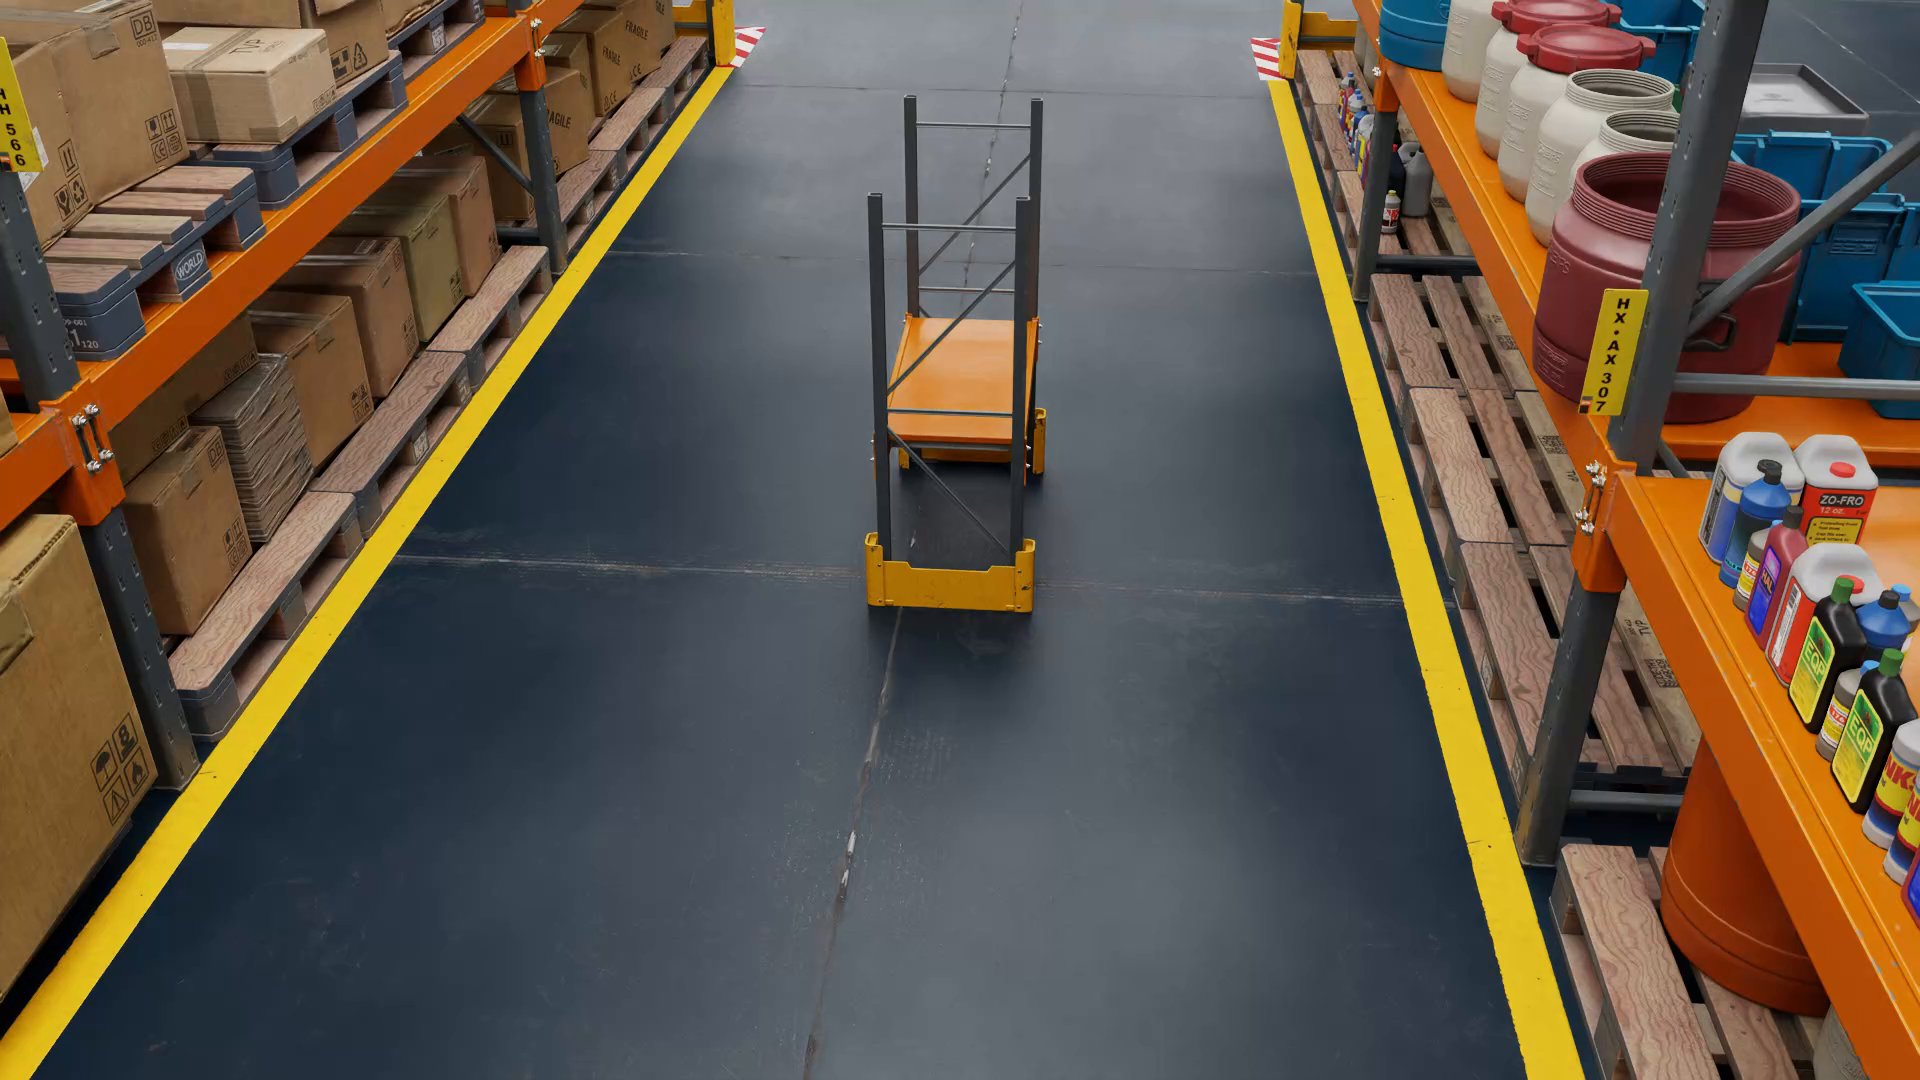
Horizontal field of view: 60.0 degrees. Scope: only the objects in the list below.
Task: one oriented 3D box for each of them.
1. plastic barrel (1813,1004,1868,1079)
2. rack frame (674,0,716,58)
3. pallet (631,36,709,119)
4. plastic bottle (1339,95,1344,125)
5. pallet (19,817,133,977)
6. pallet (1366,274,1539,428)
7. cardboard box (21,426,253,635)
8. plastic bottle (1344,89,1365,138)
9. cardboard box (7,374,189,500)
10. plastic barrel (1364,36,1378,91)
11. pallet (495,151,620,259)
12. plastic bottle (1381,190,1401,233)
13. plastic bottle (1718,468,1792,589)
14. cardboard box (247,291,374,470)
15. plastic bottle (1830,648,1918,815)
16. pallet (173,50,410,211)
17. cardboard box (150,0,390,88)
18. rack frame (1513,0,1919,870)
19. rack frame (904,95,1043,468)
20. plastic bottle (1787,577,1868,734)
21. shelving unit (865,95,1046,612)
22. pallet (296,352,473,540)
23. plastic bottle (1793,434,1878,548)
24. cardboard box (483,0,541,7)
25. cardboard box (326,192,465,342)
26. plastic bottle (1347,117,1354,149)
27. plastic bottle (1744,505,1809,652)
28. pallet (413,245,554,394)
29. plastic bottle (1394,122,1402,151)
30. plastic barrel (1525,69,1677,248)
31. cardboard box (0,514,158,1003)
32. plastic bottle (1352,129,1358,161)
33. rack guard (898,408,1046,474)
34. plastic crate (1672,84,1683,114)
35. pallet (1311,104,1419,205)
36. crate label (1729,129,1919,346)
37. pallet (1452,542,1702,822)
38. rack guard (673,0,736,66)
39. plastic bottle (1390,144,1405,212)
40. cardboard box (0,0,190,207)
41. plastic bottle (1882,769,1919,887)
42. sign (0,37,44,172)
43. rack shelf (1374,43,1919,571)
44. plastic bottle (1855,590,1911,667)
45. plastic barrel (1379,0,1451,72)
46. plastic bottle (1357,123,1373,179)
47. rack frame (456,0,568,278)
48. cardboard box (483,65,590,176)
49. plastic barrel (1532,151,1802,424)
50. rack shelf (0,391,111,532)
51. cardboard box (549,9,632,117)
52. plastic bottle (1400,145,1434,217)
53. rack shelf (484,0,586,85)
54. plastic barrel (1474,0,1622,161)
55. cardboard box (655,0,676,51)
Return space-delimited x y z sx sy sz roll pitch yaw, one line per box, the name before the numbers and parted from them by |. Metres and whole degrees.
plastic barrel | 2.122 1.082 3.607 0.421 0.512 0.421 0 32 0
rack frame | -2.184 -4.749 11.097 1.000 3.000 0.127 2 32 4
pallet | -2.291 -3.099 11.077 1.003 0.211 1.213 2 32 4
plastic bottle | 2.286 -2.545 9.768 0.097 0.201 0.097 0 32 0
pallet | -2.974 1.030 4.377 1.003 0.211 1.213 2 32 4
pallet | 2.402 -0.847 7.423 1.003 0.211 1.213 2 32 4
cardboard box | -2.800 -0.040 5.420 0.700 0.500 0.500 1 32 1
plastic bottle | 2.267 -2.449 9.547 0.097 0.271 0.097 0 32 0
cardboard box | -2.810 -0.360 5.223 0.500 0.250 0.500 4 32 6
plastic barrel | 2.735 -3.048 10.307 0.421 0.512 0.421 0 32 0
pallet | -2.490 -1.823 9.007 1.003 0.211 1.213 2 32 4
plastic bottle | 2.146 -1.645 8.308 0.097 0.201 0.097 0 32 0
plastic bottle | 1.708 -0.028 3.558 0.097 0.271 0.097 0 32 0
cardboard box | -2.729 -0.628 6.373 0.700 0.500 0.500 5 32 8
plastic bottle | 1.631 0.338 2.953 0.061 0.283 0.133 2 32 4
pallet | -2.715 -1.521 6.042 1.003 0.211 1.213 2 32 4
cardboard box | -2.558 -1.970 6.089 0.797 0.503 0.637 6 32 9
rack frame | 2.102 -0.354 3.966 1.000 3.000 0.127 2 32 4
rack frame | 0.048 -0.949 6.360 0.500 1.500 0.032 2 32 4
plastic bottle | 1.650 0.218 3.149 0.061 0.283 0.133 2 32 4
shelving unit | 0.006 -0.678 5.921 0.587 1.500 1.083 2 32 4
pallet | -2.668 -0.424 6.736 1.003 0.211 1.213 2 32 4
plastic bottle | 1.896 -0.083 3.643 0.152 0.276 0.135 2 32 4
cardboard box | -2.192 -2.650 7.931 0.380 0.149 0.250 2 32 4
cardboard box | -2.638 -1.212 7.321 0.700 0.500 0.500 2 32 4
plastic bottle | 2.251 -2.316 9.396 0.097 0.201 0.097 0 32 0
plastic bottle | 1.672 0.078 3.376 0.061 0.283 0.133 2 32 4
pallet | -2.571 -1.063 7.774 1.003 0.211 1.213 2 32 4
plastic bottle | 2.339 -2.104 8.975 0.061 0.283 0.133 2 32 4
plastic barrel | 2.007 -1.169 5.182 0.421 0.512 0.421 0 32 0
cardboard box | -2.912 0.520 4.172 1.225 0.875 0.875 1 32 2
plastic bottle | 2.234 -2.208 9.222 0.097 0.201 0.097 0 32 0
rack guard | 0.047 -0.407 6.672 0.587 0.250 0.087 2 32 4
plastic crate | 2.567 -1.433 5.918 0.450 0.188 0.662 2 32 4
pallet | 2.620 -2.248 9.696 1.003 0.211 1.213 2 32 4
crate label | 2.452 -0.877 4.781 0.502 0.435 0.616 2 32 4
pallet | 2.203 0.429 5.352 1.003 0.211 1.213 2 32 4
rack guard | -2.190 -3.645 11.689 1.175 0.500 0.348 2 32 4
plastic bottle | 2.192 -1.855 8.506 0.144 0.351 0.185 2 32 3
cardboard box | -2.885 -1.368 5.114 0.700 0.500 0.500 7 32 11
plastic bottle | 1.632 0.456 2.774 0.097 0.271 0.097 0 32 0
sign | -2.281 -1.037 3.970 0.100 0.325 0.005 2 32 4
rack shelf | 2.264 -1.094 5.852 1.077 0.370 4.000 2 32 4
plastic bottle | 1.730 0.217 3.162 0.097 0.271 0.097 0 32 0
plastic barrel | 2.094 -2.470 6.922 0.600 0.901 0.708 2 32 4
plastic bottle | 2.234 -2.124 8.943 0.144 0.351 0.185 2 32 4
rack frame | -2.509 -2.658 7.703 1.000 3.000 0.127 2 32 4
cardboard box | -2.398 -2.279 9.072 0.500 0.500 0.500 13 34 19
plastic barrel | 1.837 -0.668 4.345 0.600 0.536 0.708 2 32 4
rack shelf | -2.998 0.786 2.801 1.077 0.370 4.000 2 32 4
cardboard box | -2.335 -2.897 10.075 0.500 0.500 0.500 5 32 9
plastic bottle | 2.336 -1.848 8.496 0.144 0.351 0.185 2 32 4
rack shelf | -2.346 -3.397 9.589 1.077 0.370 4.000 2 32 4
plastic barrel | 2.071 -1.629 5.905 0.433 0.535 0.433 0 32 0
cardboard box | -2.251 -3.538 11.114 0.500 0.500 0.500 8 33 13
